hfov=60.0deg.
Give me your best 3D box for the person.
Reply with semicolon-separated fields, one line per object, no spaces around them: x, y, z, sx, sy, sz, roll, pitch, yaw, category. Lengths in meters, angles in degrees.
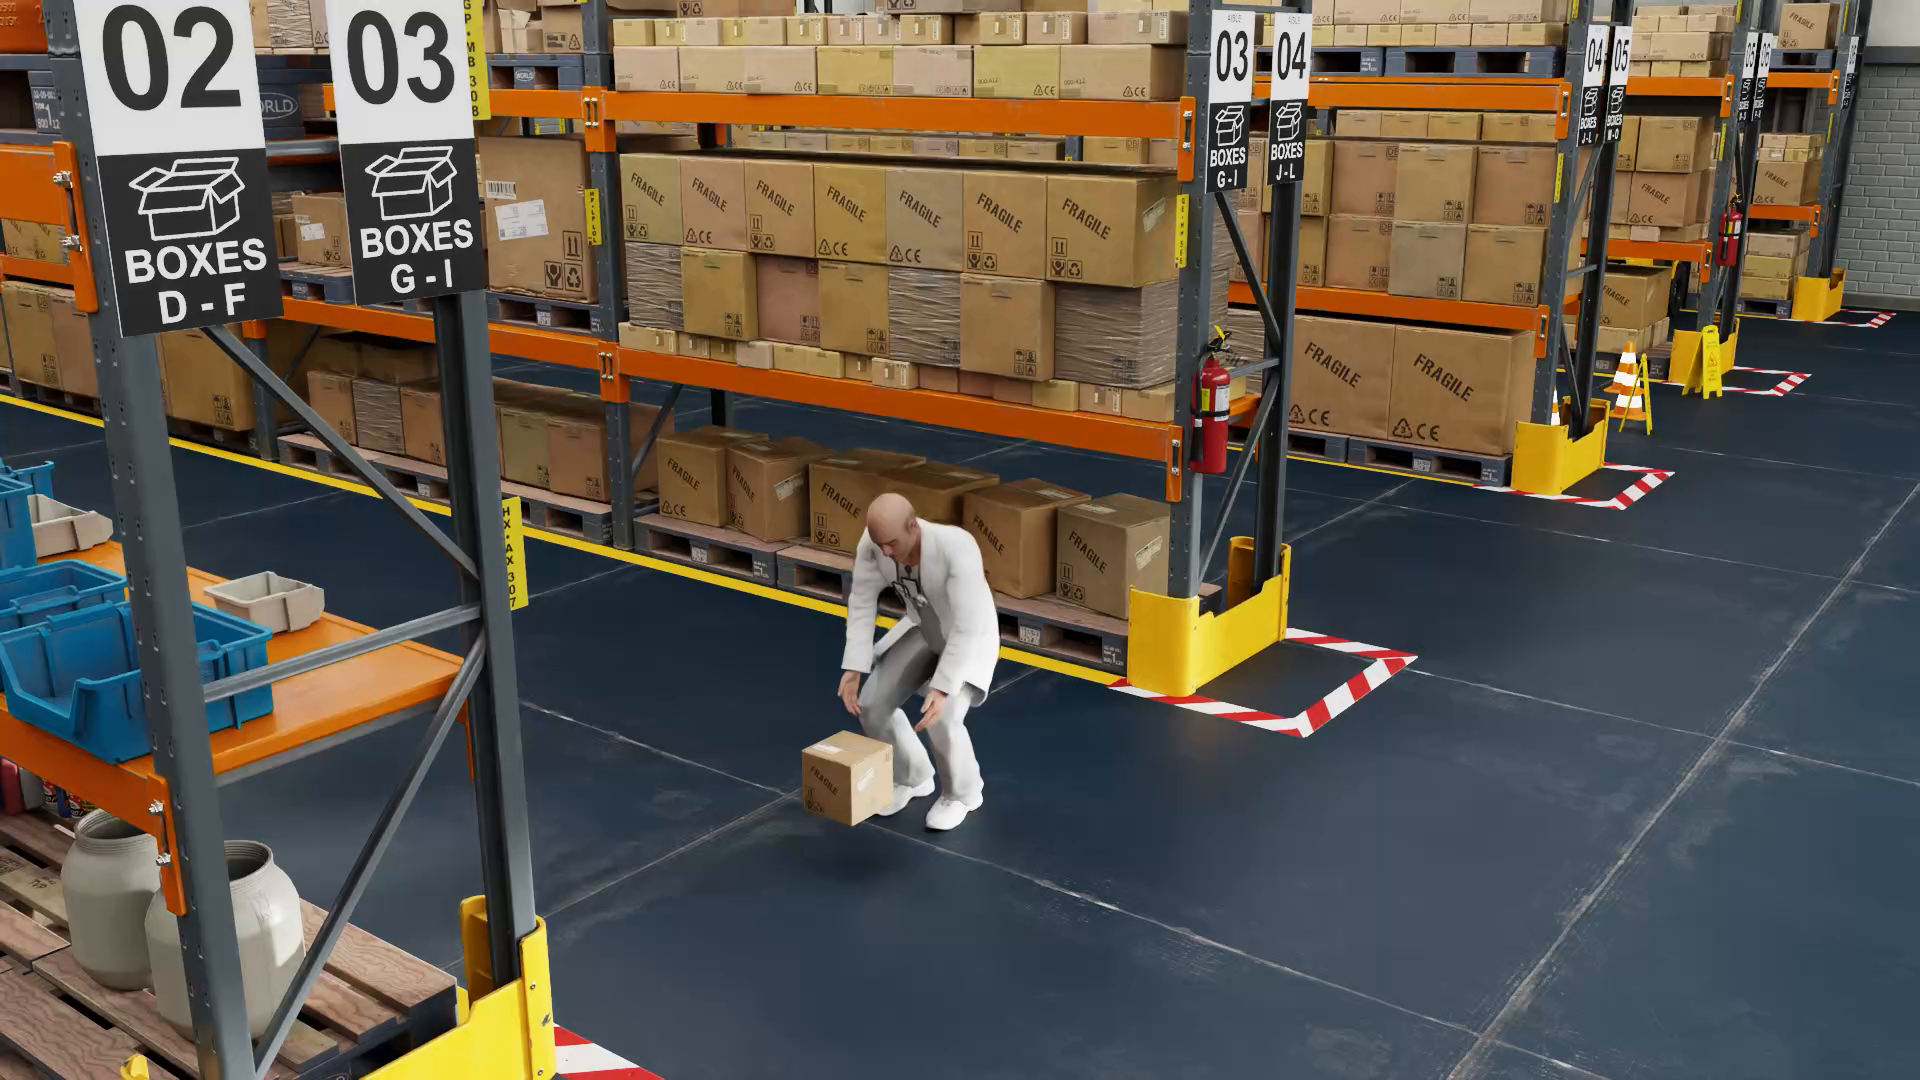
-0.119;0.449;6.664;0.630;1.425;0.718;12;20;35;person
